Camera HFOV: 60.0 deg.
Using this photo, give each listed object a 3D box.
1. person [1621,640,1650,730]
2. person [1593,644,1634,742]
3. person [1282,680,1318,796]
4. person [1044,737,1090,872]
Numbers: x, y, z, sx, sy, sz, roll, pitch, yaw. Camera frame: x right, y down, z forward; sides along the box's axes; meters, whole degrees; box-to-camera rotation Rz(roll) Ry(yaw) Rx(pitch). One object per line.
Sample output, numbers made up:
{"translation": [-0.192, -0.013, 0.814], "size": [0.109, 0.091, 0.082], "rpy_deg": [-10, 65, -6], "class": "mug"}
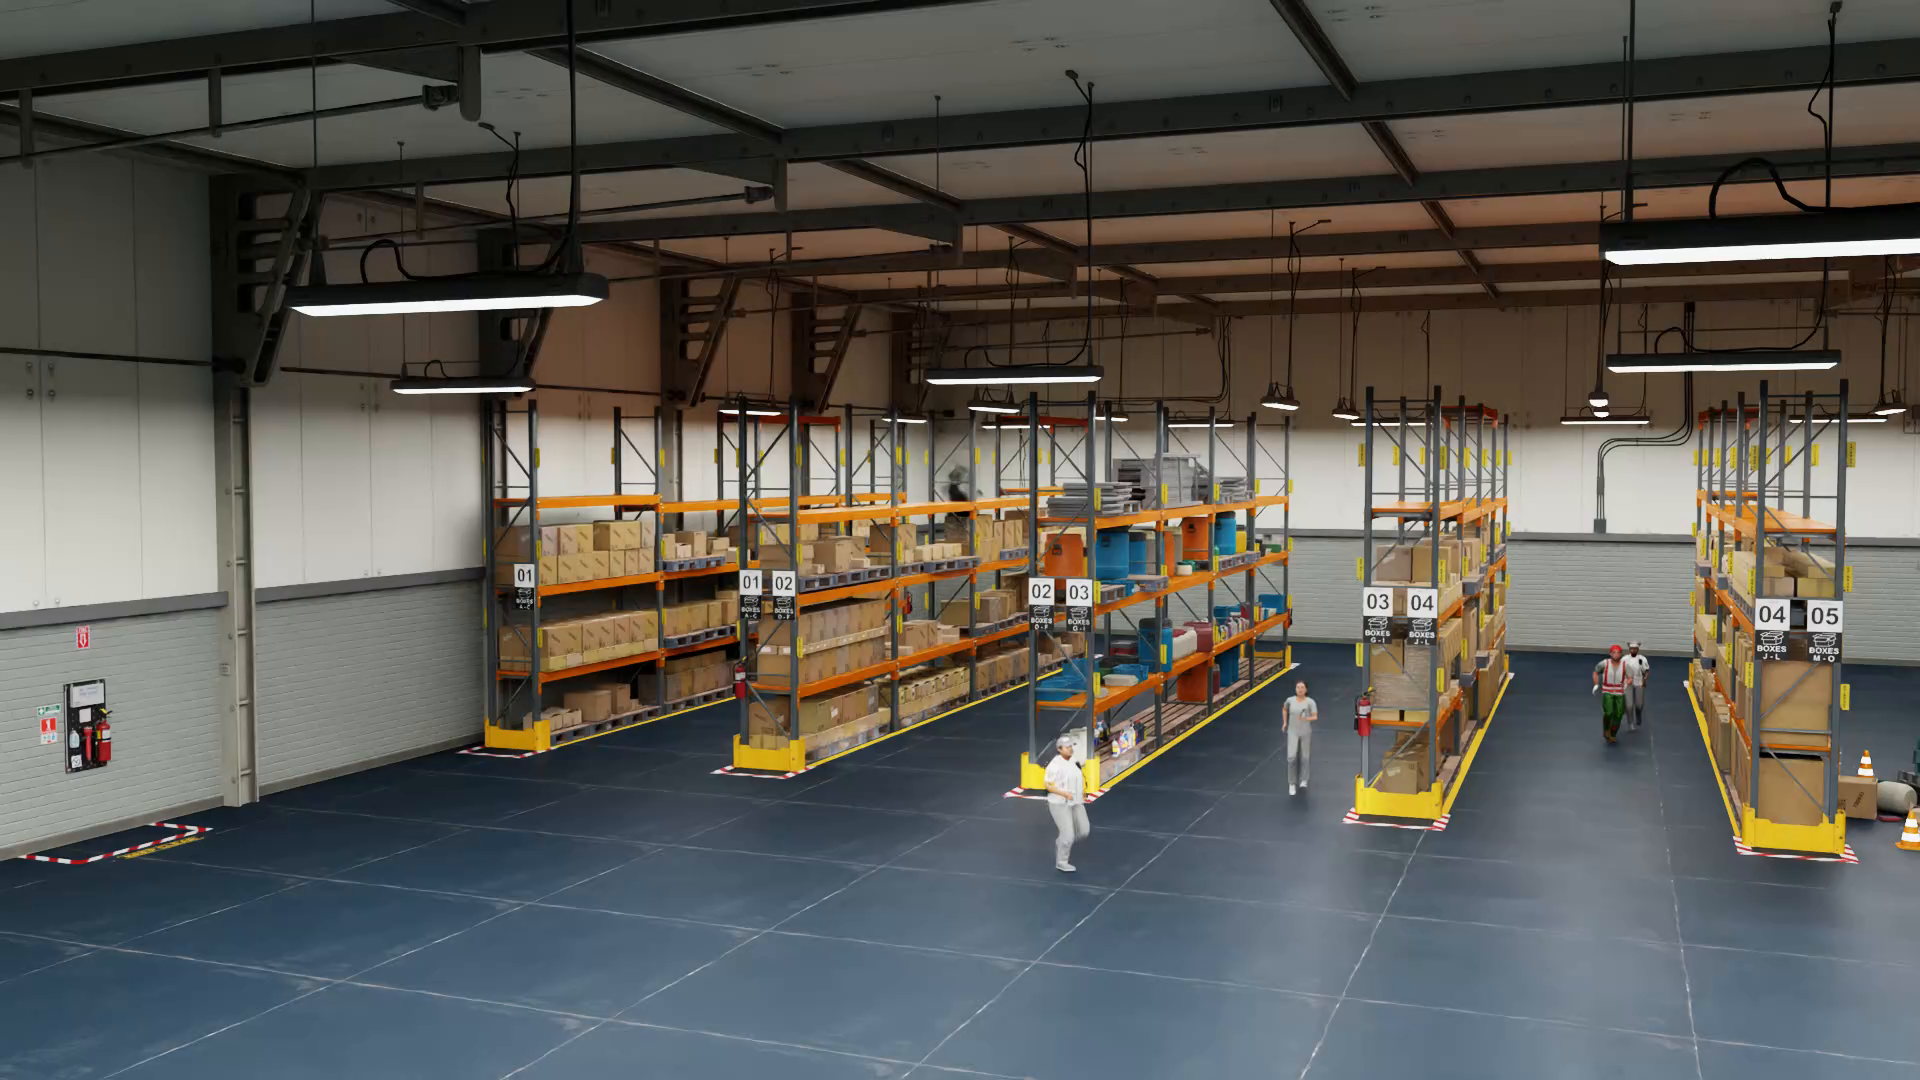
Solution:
{"translation": [12.374, 2.667, 30.560], "size": [0.572, 1.651, 0.557], "rpy_deg": [1, 3, 22], "class": "person"}
{"translation": [11.412, 2.690, 29.040], "size": [0.660, 1.737, 0.674], "rpy_deg": [1, 3, 14], "class": "person"}
{"translation": [5.071, 2.941, 24.847], "size": [0.531, 1.720, 0.738], "rpy_deg": [1, 3, 15], "class": "person"}
{"translation": [1.297, 3.195, 20.177], "size": [0.602, 1.618, 0.568], "rpy_deg": [-2, 4, -41], "class": "person"}
